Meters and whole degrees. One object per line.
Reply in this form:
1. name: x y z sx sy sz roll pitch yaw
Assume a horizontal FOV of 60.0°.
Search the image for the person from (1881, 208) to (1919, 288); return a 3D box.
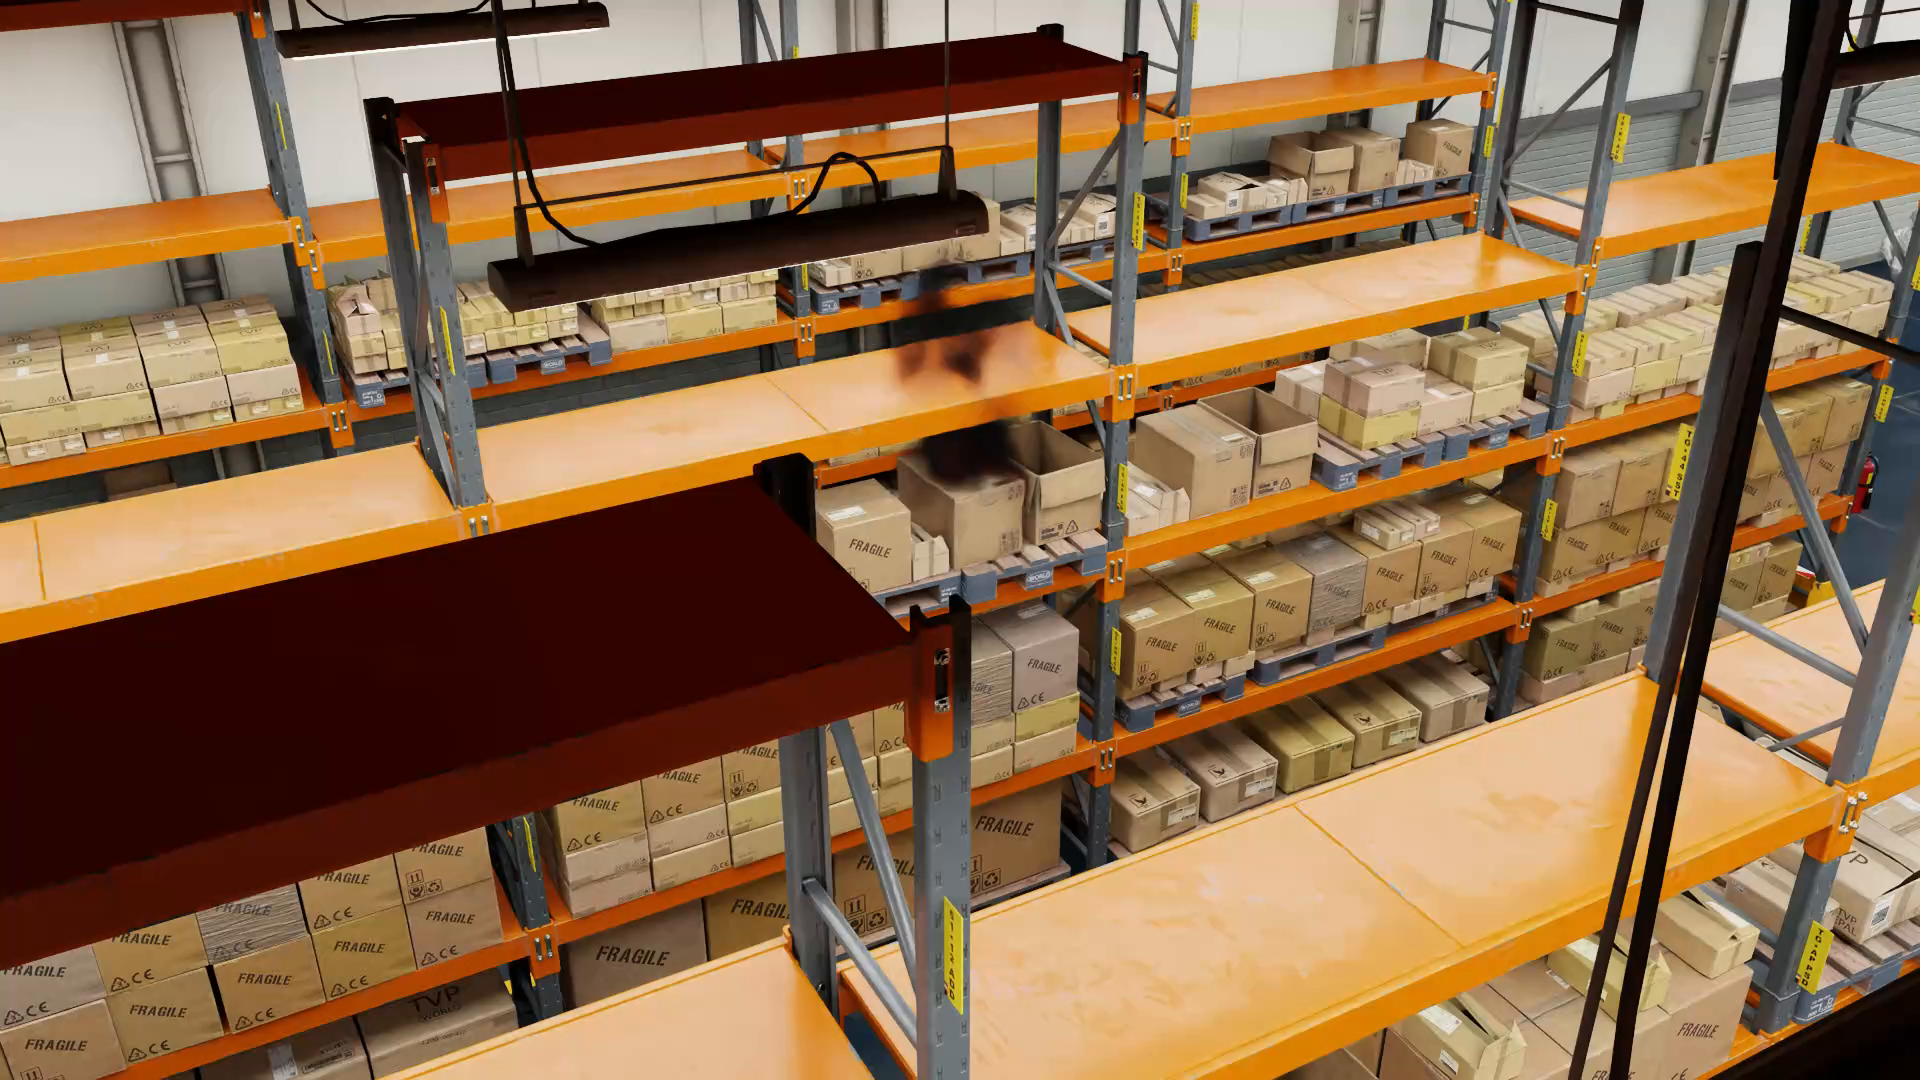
1. person: 12.367 -3.494 21.799 0.752 1.714 0.594 -17 33 -30
